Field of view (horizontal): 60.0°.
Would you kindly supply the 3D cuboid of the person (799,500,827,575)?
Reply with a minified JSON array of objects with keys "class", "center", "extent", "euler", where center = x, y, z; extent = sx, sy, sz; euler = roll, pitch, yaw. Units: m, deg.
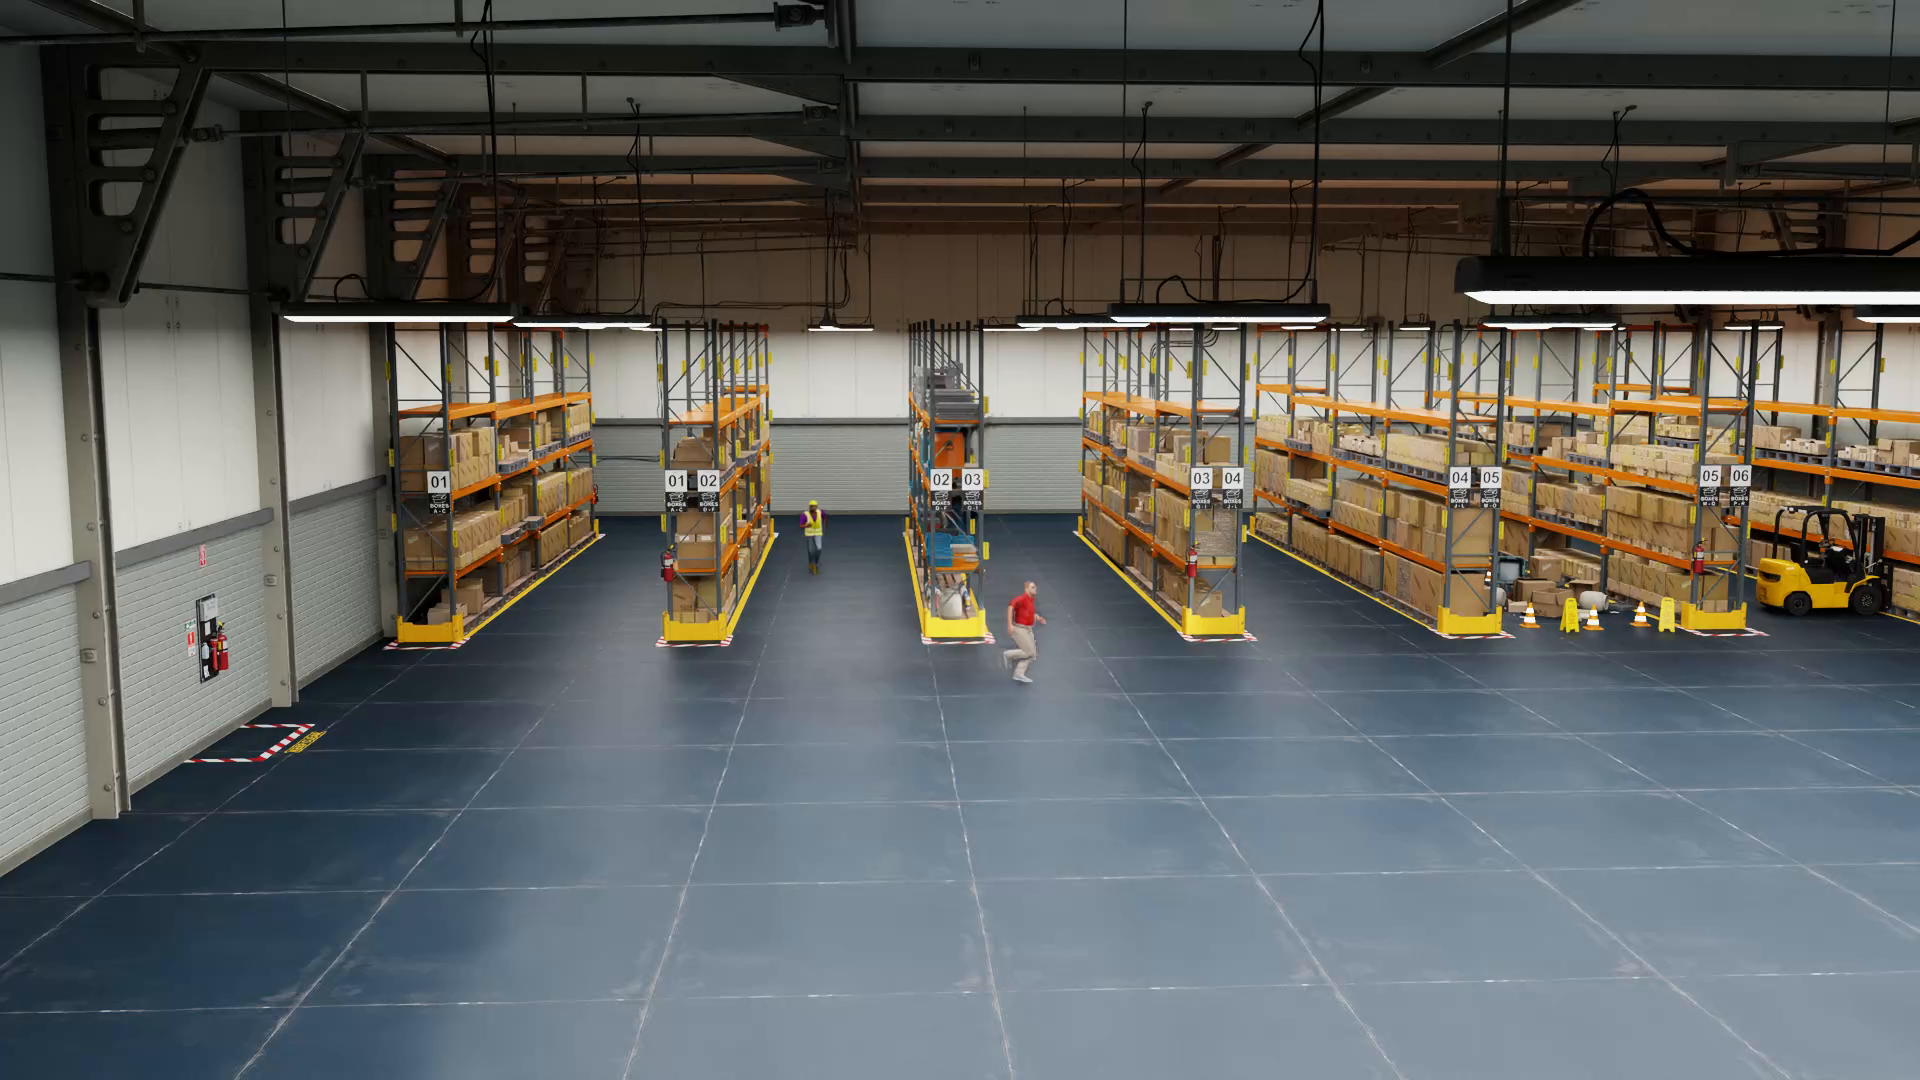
[{"class":"person","center":[-3.521,-0.077,39.979],"extent":[0.727,1.793,0.839],"euler":[-2,7,-14]}]

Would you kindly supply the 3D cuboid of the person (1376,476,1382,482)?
[{"class":"person","center":[12.675,-1.250,50.429],"extent":[0.671,1.508,0.505],"euler":[-3,8,-26]}]

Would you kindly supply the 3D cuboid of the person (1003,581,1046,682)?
[{"class":"person","center":[1.068,1.521,27.503],"extent":[0.692,1.682,0.704],"euler":[3,8,24]}]
